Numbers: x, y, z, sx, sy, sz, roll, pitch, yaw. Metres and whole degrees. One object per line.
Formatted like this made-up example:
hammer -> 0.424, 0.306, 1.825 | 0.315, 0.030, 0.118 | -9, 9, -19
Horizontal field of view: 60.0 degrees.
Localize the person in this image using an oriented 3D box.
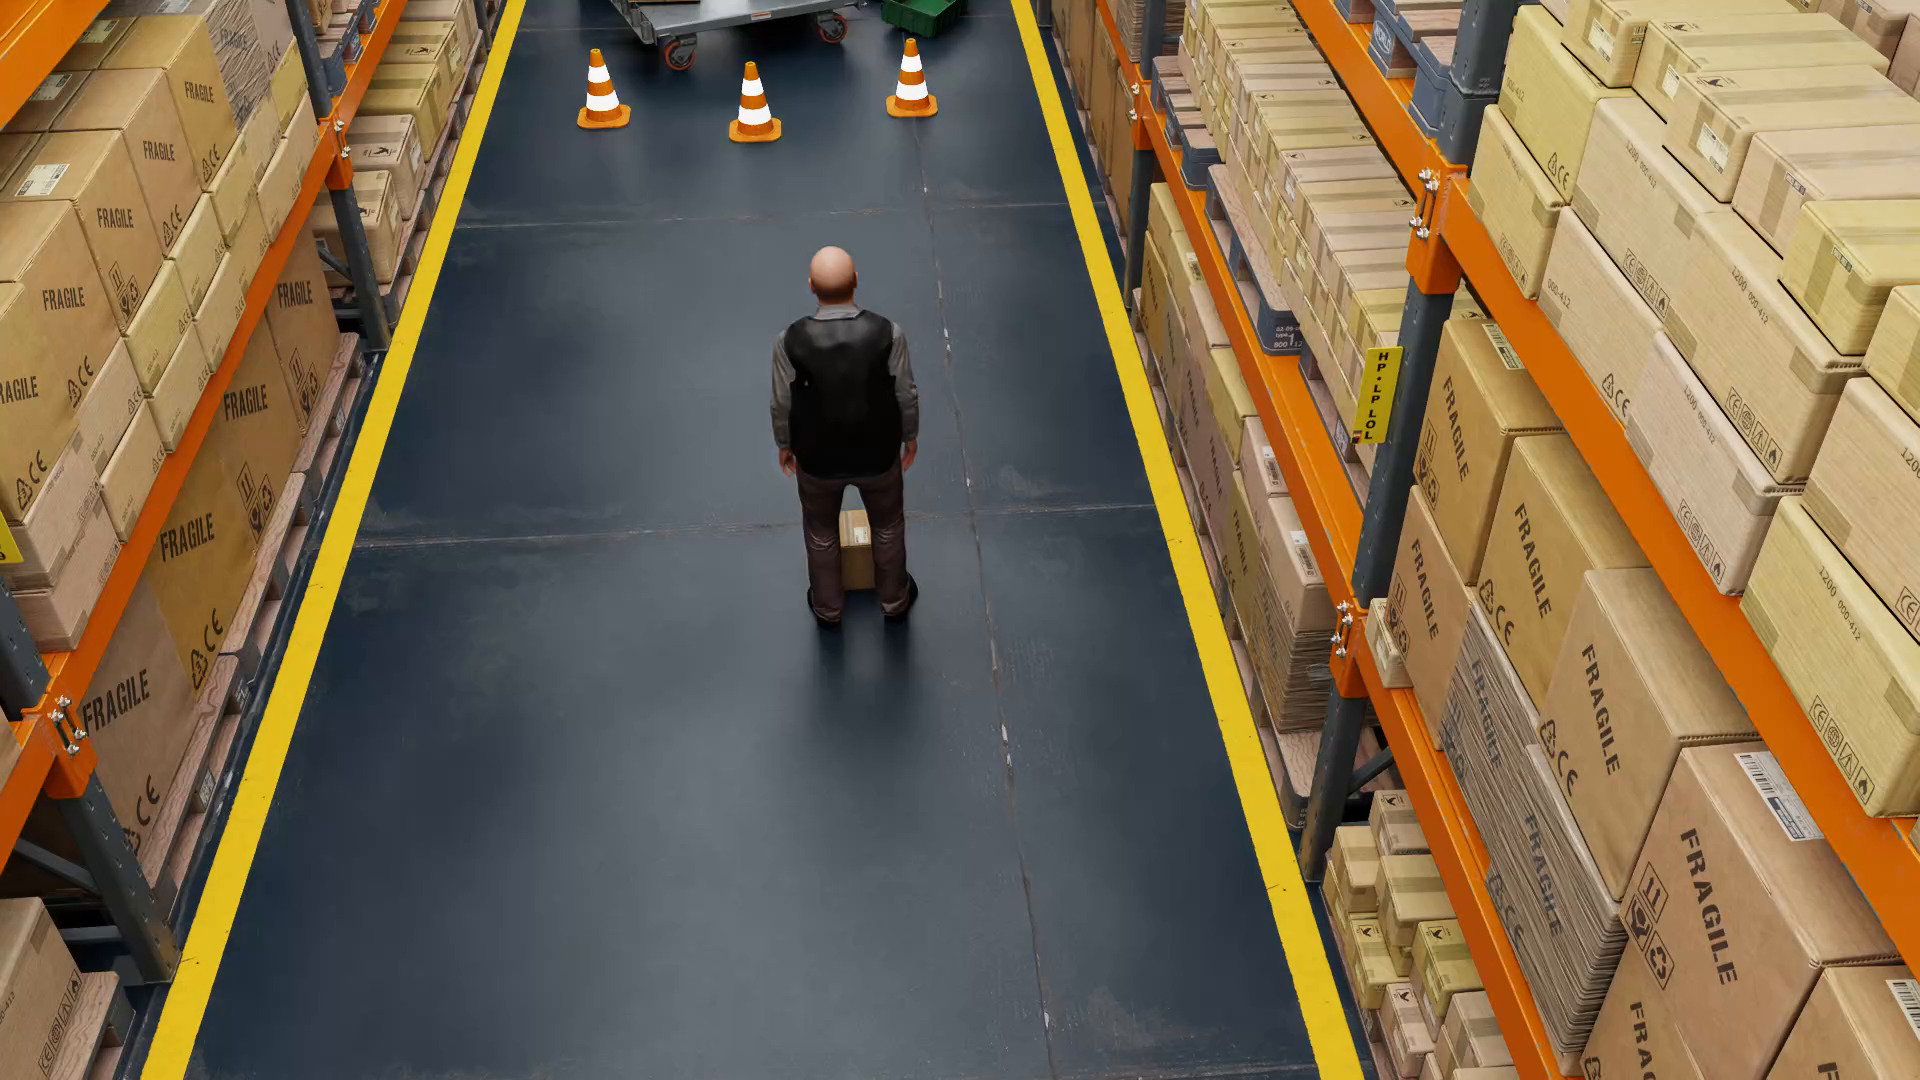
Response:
person -> -0.447, -0.350, 6.608 | 0.578, 1.720, 0.418 | -4, 39, -5
